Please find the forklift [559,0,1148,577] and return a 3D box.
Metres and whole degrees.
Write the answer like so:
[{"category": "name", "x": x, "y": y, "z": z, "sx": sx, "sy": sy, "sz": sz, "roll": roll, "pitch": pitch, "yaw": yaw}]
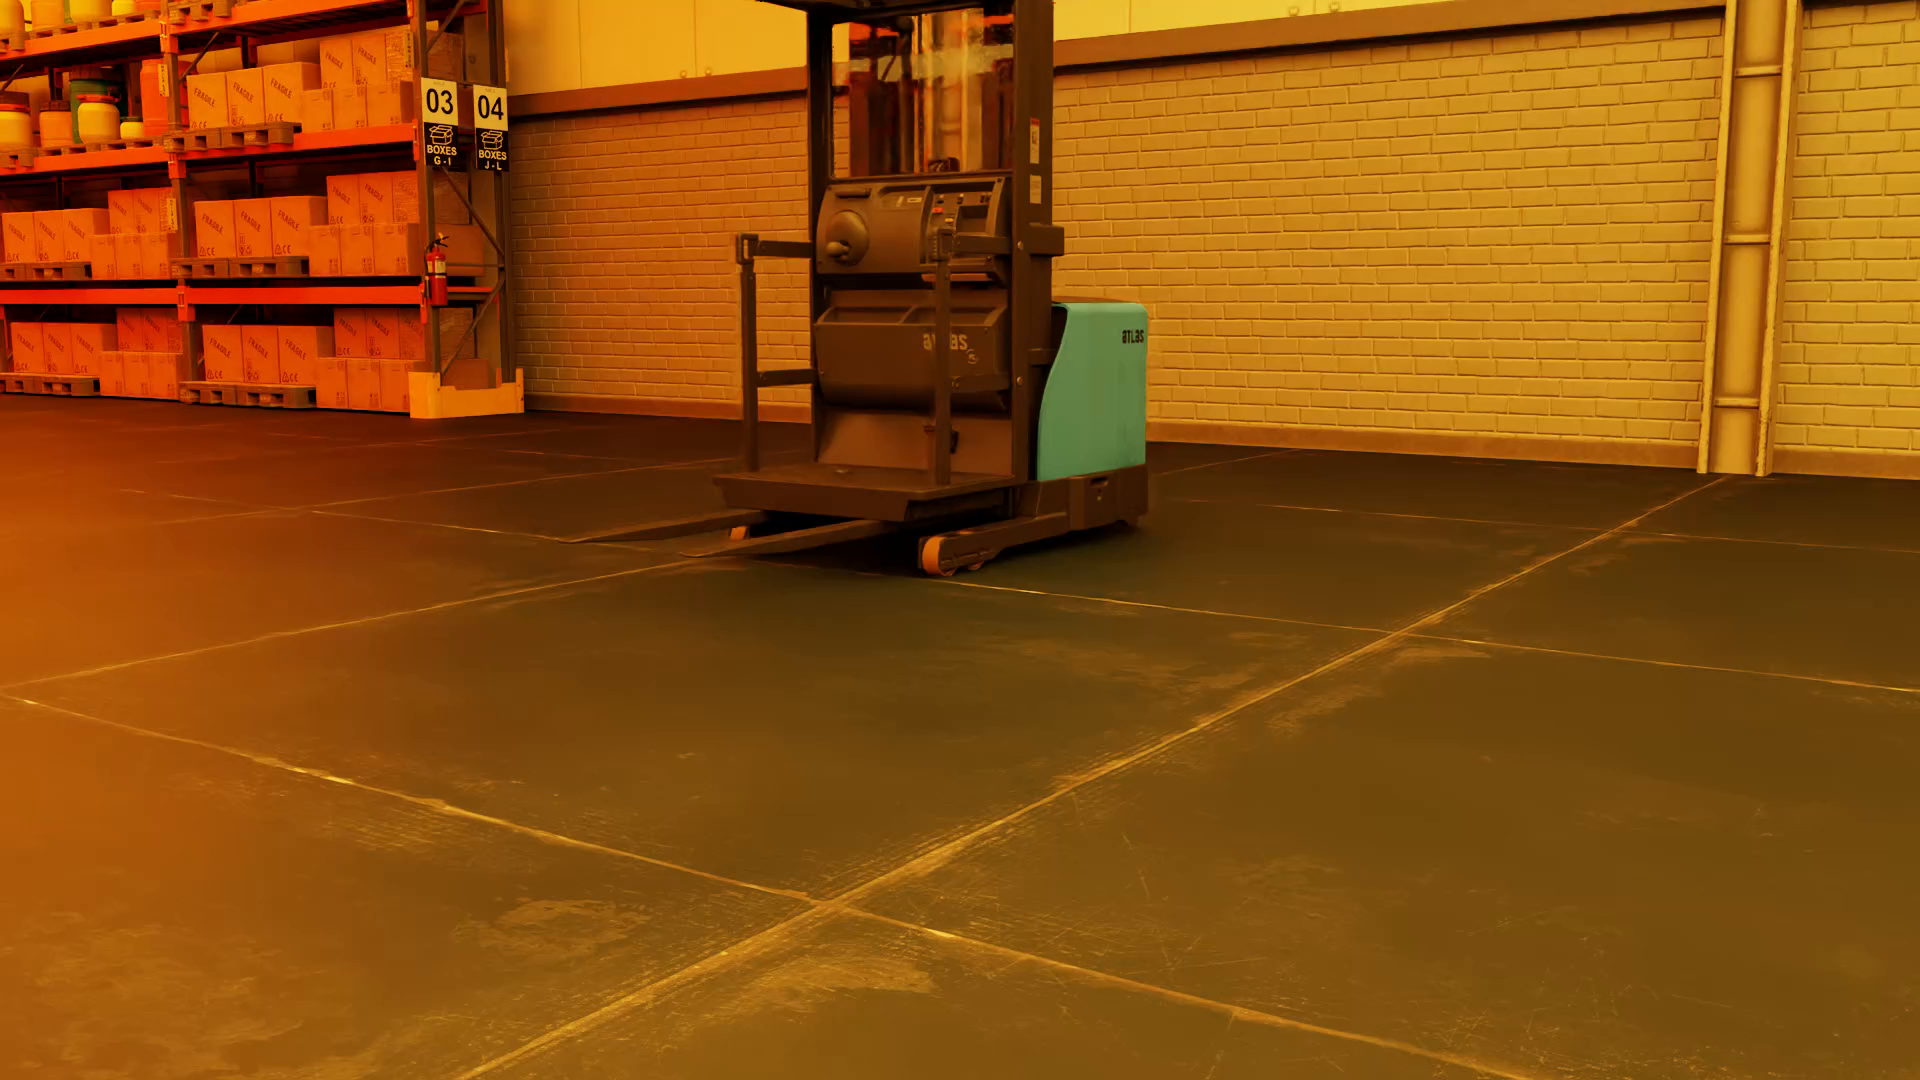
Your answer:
[{"category": "forklift", "x": -0.333, "y": -1.379, "z": 6.889, "sx": 1.130, "sy": 2.935, "sz": 3.031, "roll": 5, "pitch": 10, "yaw": 33}]
